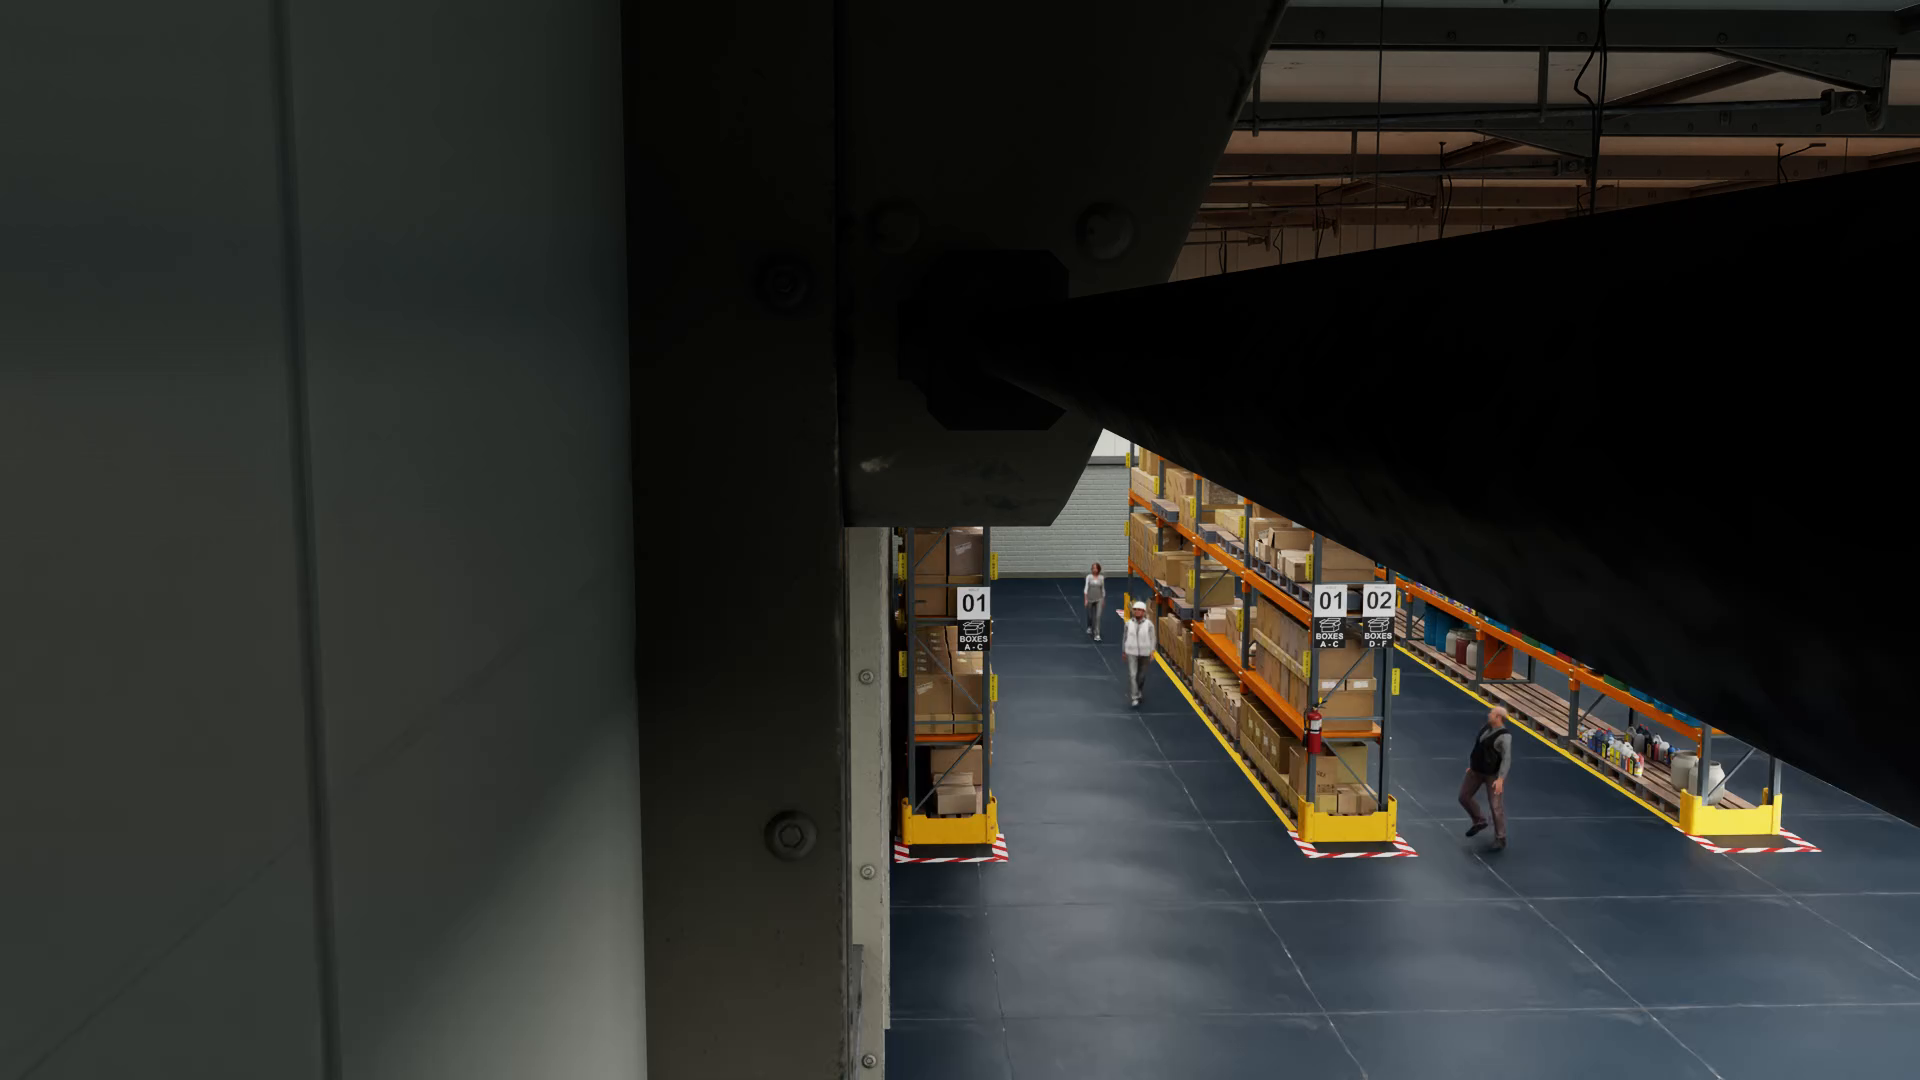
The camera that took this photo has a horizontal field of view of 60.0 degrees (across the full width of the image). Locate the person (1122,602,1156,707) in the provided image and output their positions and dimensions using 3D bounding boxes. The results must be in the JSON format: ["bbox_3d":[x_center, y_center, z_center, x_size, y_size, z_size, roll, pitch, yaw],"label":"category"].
[{"bbox_3d":[3.020,1.900,27.923,0.538,1.718,1.045,0,7,-3],"label":"person"}]

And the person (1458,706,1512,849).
[{"bbox_3d":[6.464,2.871,20.349,0.419,1.714,0.638,-5,9,-33],"label":"person"}]

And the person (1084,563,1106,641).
[{"bbox_3d":[2.742,1.230,33.788,0.466,1.555,0.823,0,7,-3],"label":"person"}]
